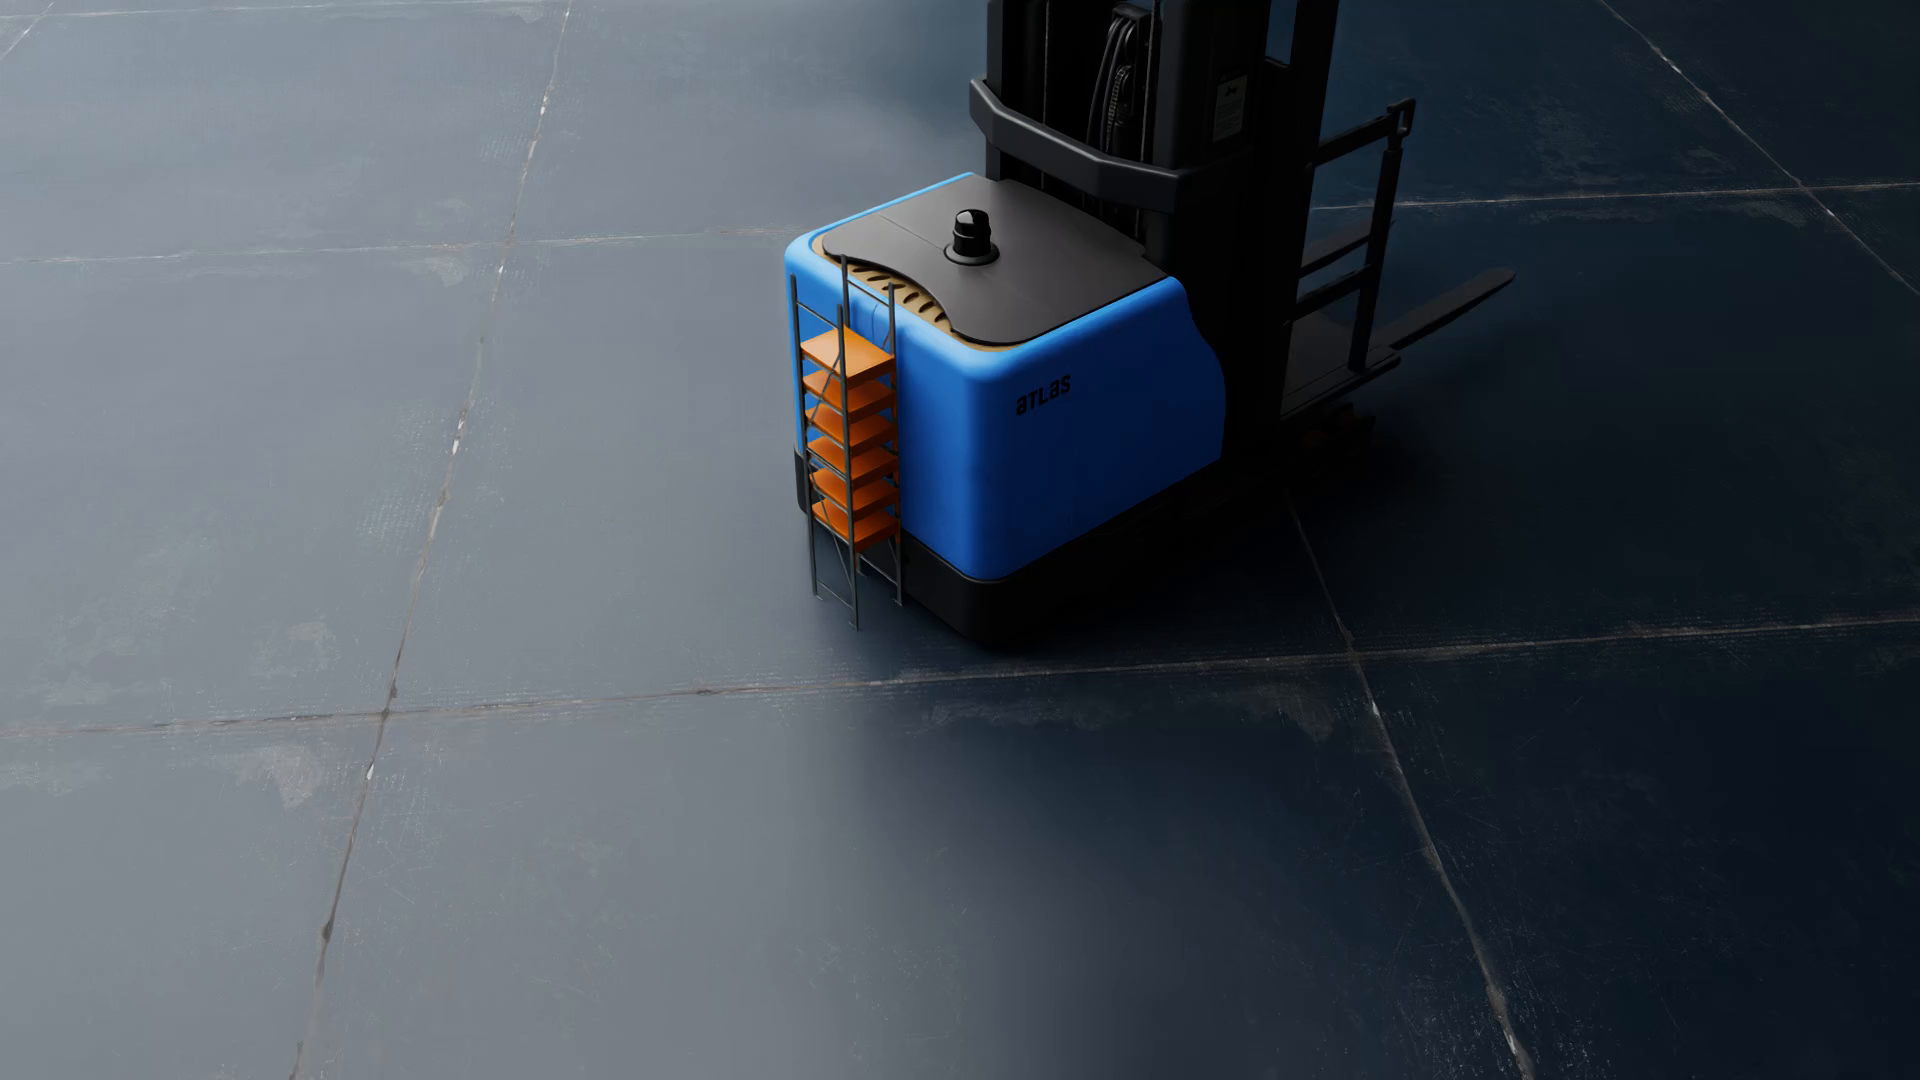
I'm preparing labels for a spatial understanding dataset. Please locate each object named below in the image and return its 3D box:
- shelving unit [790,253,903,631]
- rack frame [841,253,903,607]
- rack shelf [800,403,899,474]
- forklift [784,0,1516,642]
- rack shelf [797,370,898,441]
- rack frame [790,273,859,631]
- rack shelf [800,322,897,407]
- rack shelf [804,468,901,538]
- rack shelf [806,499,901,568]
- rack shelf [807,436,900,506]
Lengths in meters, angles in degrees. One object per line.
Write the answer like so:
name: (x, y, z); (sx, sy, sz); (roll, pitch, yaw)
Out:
shelving unit: (-0.336, -0.271, 5.095); (0.189, 1.200, 0.258); (-28, 46, -31)
rack frame: (-0.267, -0.308, 5.141); (0.006, 1.200, 0.240); (-28, 46, -31)
rack shelf: (-0.336, -0.330, 5.048); (0.180, 0.103, 0.258); (-28, 46, -31)
forklift: (0.885, -1.603, 5.385); (3.031, 2.935, 1.130); (-28, 46, -31)
rack shelf: (-0.336, -0.425, 4.973); (0.180, 0.103, 0.258); (-28, 46, -31)
rack frame: (-0.406, -0.234, 5.048); (0.006, 1.200, 0.240); (-28, 46, -31)
rack shelf: (-0.336, -0.519, 4.899); (0.180, 0.103, 0.258); (-28, 46, -31)
rack shelf: (-0.336, -0.142, 5.196); (0.180, 0.103, 0.258); (-28, 46, -31)
rack shelf: (-0.336, -0.048, 5.271); (0.180, 0.103, 0.258); (-28, 46, -31)
rack shelf: (-0.336, -0.236, 5.122); (0.180, 0.103, 0.258); (-28, 46, -31)
